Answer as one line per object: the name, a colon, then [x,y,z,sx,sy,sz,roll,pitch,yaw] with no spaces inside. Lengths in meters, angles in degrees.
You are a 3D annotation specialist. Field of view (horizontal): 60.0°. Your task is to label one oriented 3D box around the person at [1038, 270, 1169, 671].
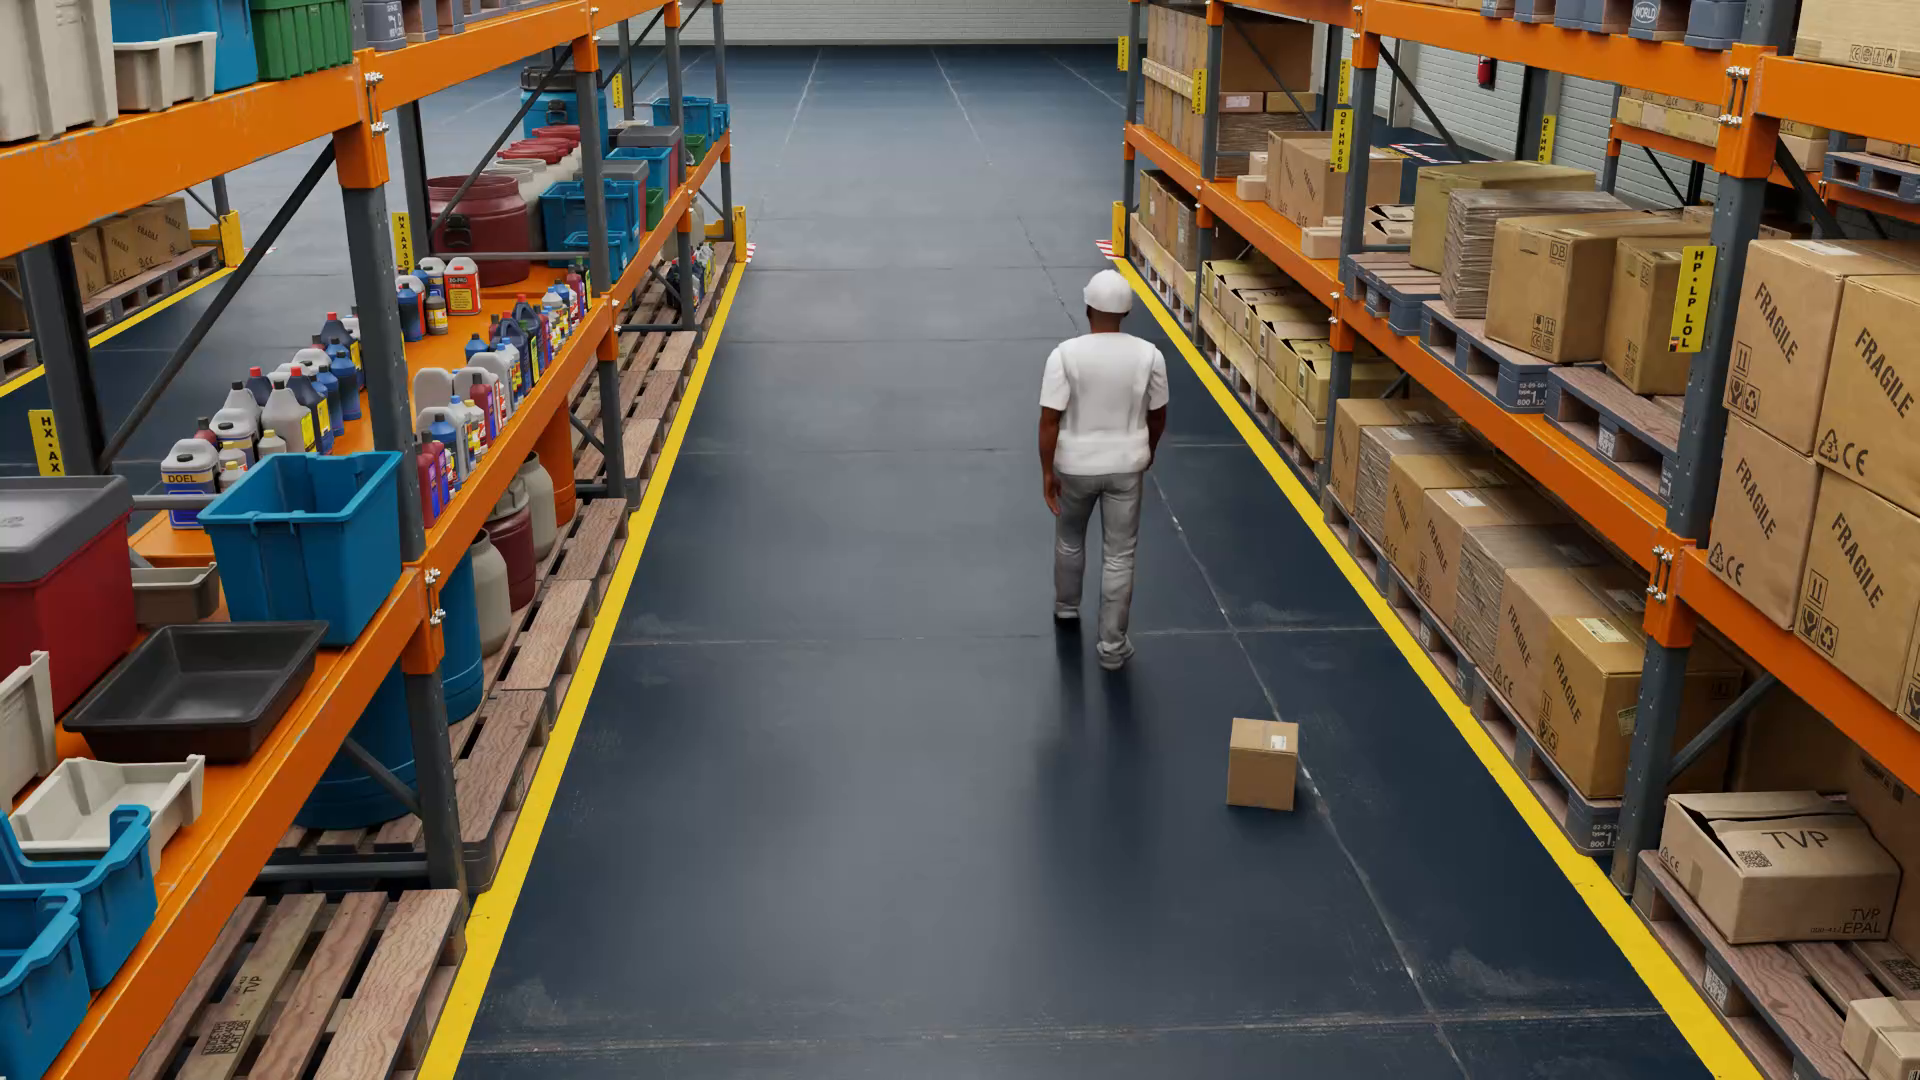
person: [0.638,-0.348,7.466,0.569,1.763,0.880,1,20,4]
